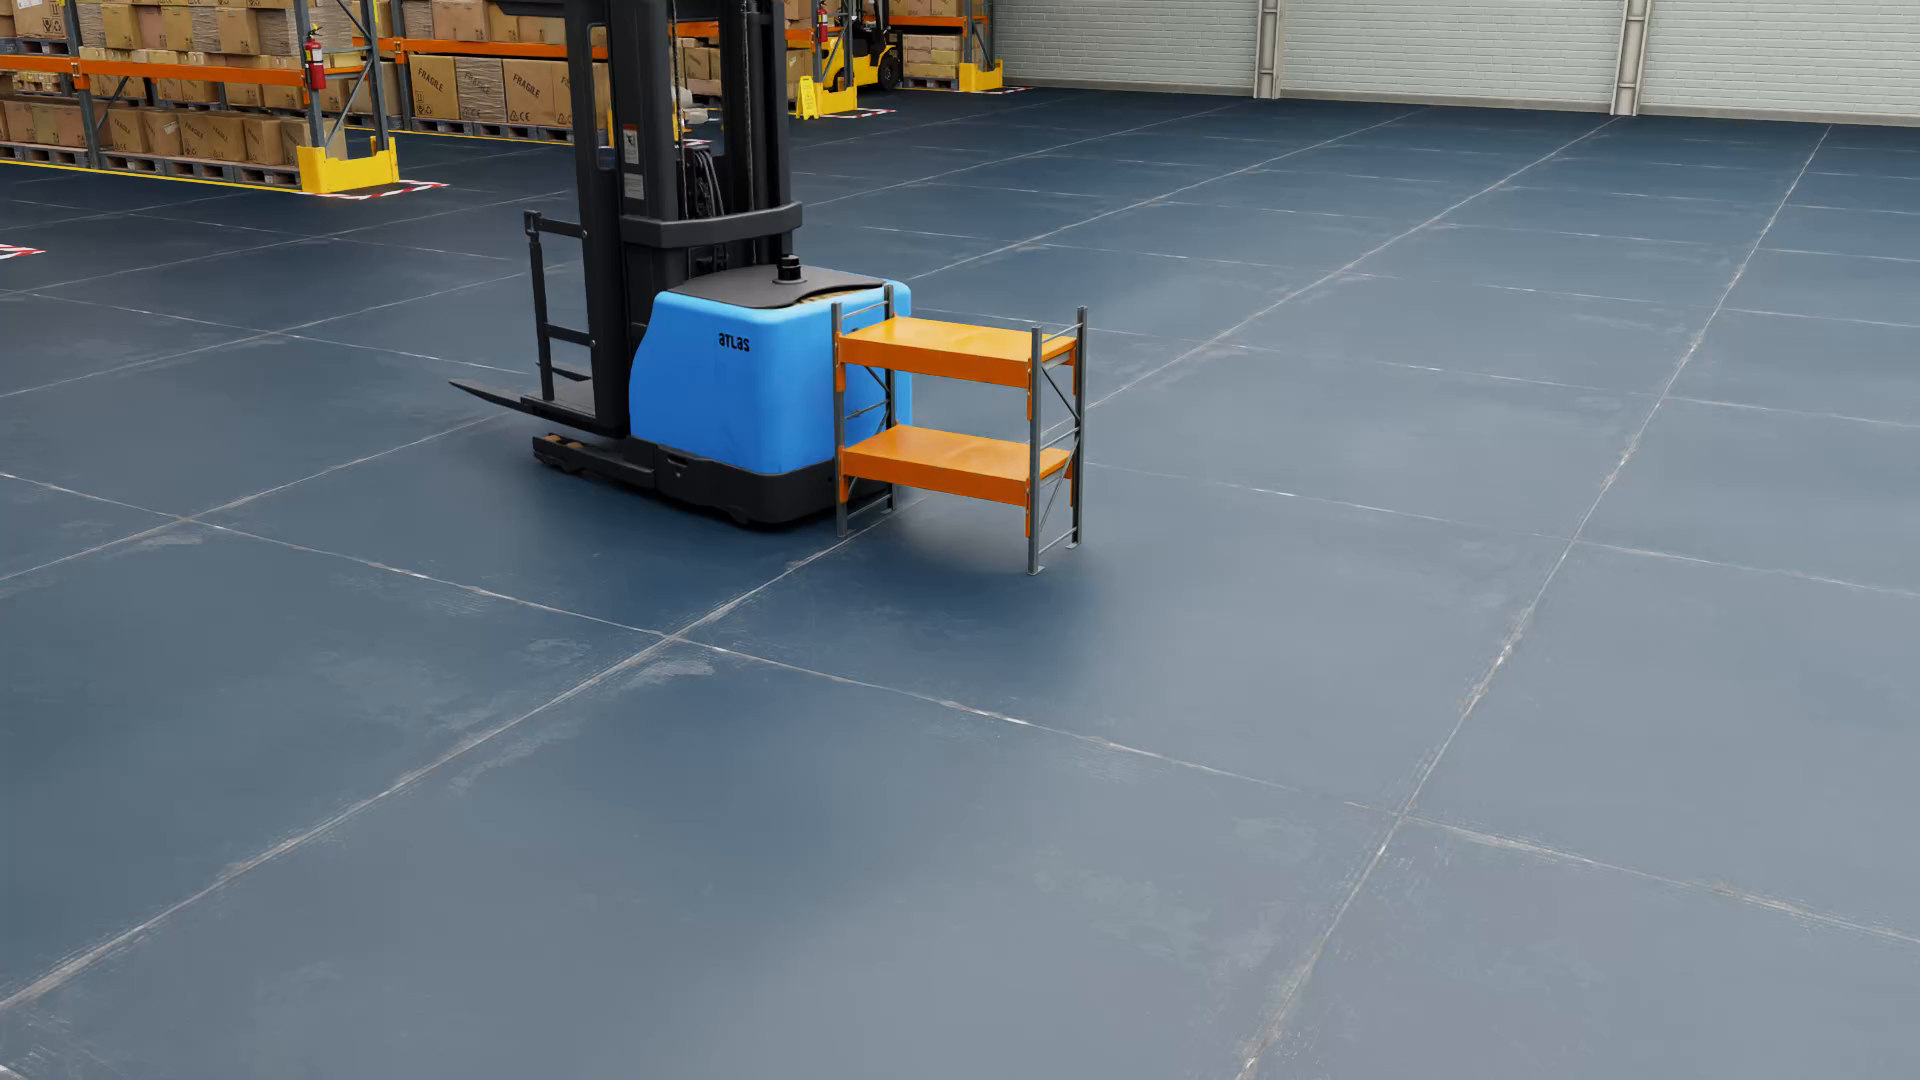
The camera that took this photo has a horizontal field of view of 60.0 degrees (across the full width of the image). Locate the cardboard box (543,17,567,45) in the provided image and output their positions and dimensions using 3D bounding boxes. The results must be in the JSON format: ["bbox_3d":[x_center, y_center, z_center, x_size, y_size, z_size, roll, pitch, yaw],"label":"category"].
[{"bbox_3d":[-5.211,-7.100,22.819,0.550,0.550,0.875,11,23,27],"label":"cardboard box"}]

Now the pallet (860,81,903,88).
[{"bbox_3d":[-1.380,-8.872,32.013,1.213,0.211,1.003,11,23,27],"label":"pallet"}]

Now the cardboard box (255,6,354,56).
[{"bbox_3d":[-7.348,-5.723,18.660,0.500,0.500,0.875,11,23,27],"label":"cardboard box"}]

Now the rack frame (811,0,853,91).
[{"bbox_3d":[-2.049,-8.386,26.586,0.127,3.000,1.000,11,23,27],"label":"rack frame"}]

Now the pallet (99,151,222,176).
[{"bbox_3d":[-9.770,-4.689,20.483,1.213,0.211,1.003,11,23,27],"label":"pallet"}]

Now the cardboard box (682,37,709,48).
[{"bbox_3d":[-4.391,-8.268,27.625,0.250,0.149,0.380,12,23,30],"label":"cardboard box"}]

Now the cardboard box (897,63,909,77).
[{"bbox_3d":[-1.057,-8.925,31.487,0.500,0.250,0.500,11,23,28],"label":"cardboard box"}]

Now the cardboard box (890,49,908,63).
[{"bbox_3d":[-1.102,-9.159,31.398,0.500,0.250,0.500,10,22,26],"label":"cardboard box"}]

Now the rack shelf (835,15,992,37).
[{"bbox_3d":[-1.377,-9.859,31.701,4.000,0.370,1.077,11,23,27],"label":"rack shelf"}]

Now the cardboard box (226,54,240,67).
[{"bbox_3d":[-8.101,-5.472,18.920,0.250,0.149,0.380,11,23,27],"label":"cardboard box"}]

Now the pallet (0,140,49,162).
[{"bbox_3d":[-12.123,-5.122,21.676,1.213,0.211,1.003,11,23,27],"label":"pallet"}]

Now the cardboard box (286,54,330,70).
[{"bbox_3d":[-7.231,-5.304,18.457,0.250,0.149,0.380,11,23,27],"label":"cardboard box"}]

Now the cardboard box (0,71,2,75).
[{"bbox_3d":[-16.605,-8.142,29.041,0.250,0.149,0.380,12,23,30],"label":"cardboard box"}]

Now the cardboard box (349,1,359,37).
[{"bbox_3d":[-8.893,-7.699,24.545,0.500,0.500,0.500,11,22,27],"label":"cardboard box"}]

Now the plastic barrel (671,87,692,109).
[{"bbox_3d":[-4.590,-7.068,26.729,0.512,0.421,0.421,-7,21,-20],"label":"plastic barrel"}]

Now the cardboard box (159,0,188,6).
[{"bbox_3d":[-8.789,-6.362,18.956,0.500,0.500,0.500,11,23,27],"label":"cardboard box"}]

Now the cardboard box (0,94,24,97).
[{"bbox_3d":[-12.781,-5.604,21.937,0.500,0.500,0.700,9,22,23],"label":"cardboard box"}]

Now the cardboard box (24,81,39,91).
[{"bbox_3d":[-15.807,-7.805,28.549,0.250,0.149,0.380,10,22,26],"label":"cardboard box"}]

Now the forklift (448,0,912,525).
[{"bbox_3d":[-1.664,-1.850,8.666,3.031,2.935,1.130,17,26,39],"label":"forklift"}]

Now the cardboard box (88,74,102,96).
[{"bbox_3d":[-14.335,-7.712,27.777,0.500,0.500,0.500,12,23,29],"label":"cardboard box"}]

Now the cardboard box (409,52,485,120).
[{"bbox_3d":[-7.352,-6.634,24.256,0.875,0.875,0.875,11,23,28],"label":"cardboard box"}]

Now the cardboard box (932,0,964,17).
[{"bbox_3d":[-0.189,-9.915,30.654,0.500,0.500,0.500,10,22,26],"label":"cardboard box"}]

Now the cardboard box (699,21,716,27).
[{"bbox_3d":[-4.076,-8.537,27.368,0.250,0.149,0.380,11,23,27],"label":"cardboard box"}]

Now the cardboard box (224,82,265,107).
[{"bbox_3d":[-10.871,-7.238,26.104,0.750,0.750,1.050,10,22,27],"label":"cardboard box"}]

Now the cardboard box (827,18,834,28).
[{"bbox_3d":[-2.244,-8.386,26.954,0.250,0.149,0.380,11,23,28],"label":"cardboard box"}]

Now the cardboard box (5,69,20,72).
[{"bbox_3d":[-16.221,-8.164,28.665,0.250,0.149,0.380,10,22,25],"label":"cardboard box"}]

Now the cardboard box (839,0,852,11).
[{"bbox_3d":[-1.958,-10.260,31.604,0.500,0.500,0.500,11,22,27],"label":"cardboard box"}]

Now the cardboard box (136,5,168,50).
[{"bbox_3d":[-9.106,-6.048,19.557,0.500,0.500,0.875,11,23,27],"label":"cardboard box"}]

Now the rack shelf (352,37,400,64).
[{"bbox_3d":[-9.613,-7.556,25.350,4.000,0.370,1.077,11,23,27],"label":"rack shelf"}]

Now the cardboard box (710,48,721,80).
[{"bbox_3d":[-3.770,-7.871,27.482,0.500,0.500,0.500,10,22,26],"label":"cardboard box"}]

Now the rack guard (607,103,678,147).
[{"bbox_3d":[-4.353,-5.717,22.892,0.348,0.500,1.175,11,23,27],"label":"rack guard"}]

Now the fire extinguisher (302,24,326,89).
[{"bbox_3d":[-7.006,-5.244,18.035,0.183,0.674,0.296,11,23,27],"label":"fire extinguisher"}]

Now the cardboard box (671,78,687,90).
[{"bbox_3d":[-4.686,-7.693,28.089,0.500,0.250,0.500,12,23,30],"label":"cardboard box"}]

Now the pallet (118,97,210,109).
[{"bbox_3d":[-13.101,-7.249,27.540,1.213,0.211,1.003,11,23,27],"label":"pallet"}]

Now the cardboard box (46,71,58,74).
[{"bbox_3d":[-15.288,-8.010,28.241,0.250,0.149,0.380,12,23,29],"label":"cardboard box"}]

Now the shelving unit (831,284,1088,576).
[{"bbox_3d":[-0.006,-0.530,7.676,1.048,1.125,0.538,11,23,27],"label":"shelving unit"}]

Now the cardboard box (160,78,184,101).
[{"bbox_3d":[-12.512,-7.368,26.827,0.500,0.500,0.500,12,23,29],"label":"cardboard box"}]

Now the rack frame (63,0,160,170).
[{"bbox_3d":[-10.374,-6.101,20.286,0.127,3.000,1.000,11,23,27],"label":"rack frame"}]

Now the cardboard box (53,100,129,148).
[{"bbox_3d":[-10.899,-5.242,20.937,0.500,0.500,0.700,9,22,23],"label":"cardboard box"}]

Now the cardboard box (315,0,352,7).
[{"bbox_3d":[-7.229,-6.266,18.690,0.500,0.500,0.500,11,23,27],"label":"cardboard box"}]

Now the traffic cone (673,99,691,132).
[{"bbox_3d":[-4.146,-6.214,24.318,0.334,0.463,0.336,11,23,27],"label":"traffic cone"}]

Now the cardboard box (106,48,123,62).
[{"bbox_3d":[-9.889,-5.779,19.767,0.250,0.149,0.380,11,23,27],"label":"cardboard box"}]

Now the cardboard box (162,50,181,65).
[{"bbox_3d":[-9.017,-5.613,19.307,0.250,0.149,0.380,11,23,27],"label":"cardboard box"}]

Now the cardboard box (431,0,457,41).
[{"bbox_3d":[-7.047,-7.489,23.892,0.550,0.550,0.875,11,23,27],"label":"cardboard box"}]

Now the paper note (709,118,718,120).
[{"bbox_3d":[-3.845,-6.555,25.892,0.142,0.019,0.148,3,20,9],"label":"paper note"}]

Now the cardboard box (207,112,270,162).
[{"bbox_3d":[-8.494,-4.766,19.656,0.500,0.500,0.500,13,24,32],"label":"cardboard box"}]

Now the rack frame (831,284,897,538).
[{"bbox_3d":[-0.450,-0.614,7.909,0.032,1.125,0.500,11,23,27],"label":"rack frame"}]

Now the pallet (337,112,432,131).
[{"bbox_3d":[-8.577,-6.356,25.078,1.213,0.211,1.003,11,23,27],"label":"pallet"}]

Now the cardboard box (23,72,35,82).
[{"bbox_3d":[-15.766,-7.927,28.448,0.250,0.149,0.380,10,22,25],"label":"cardboard box"}]
